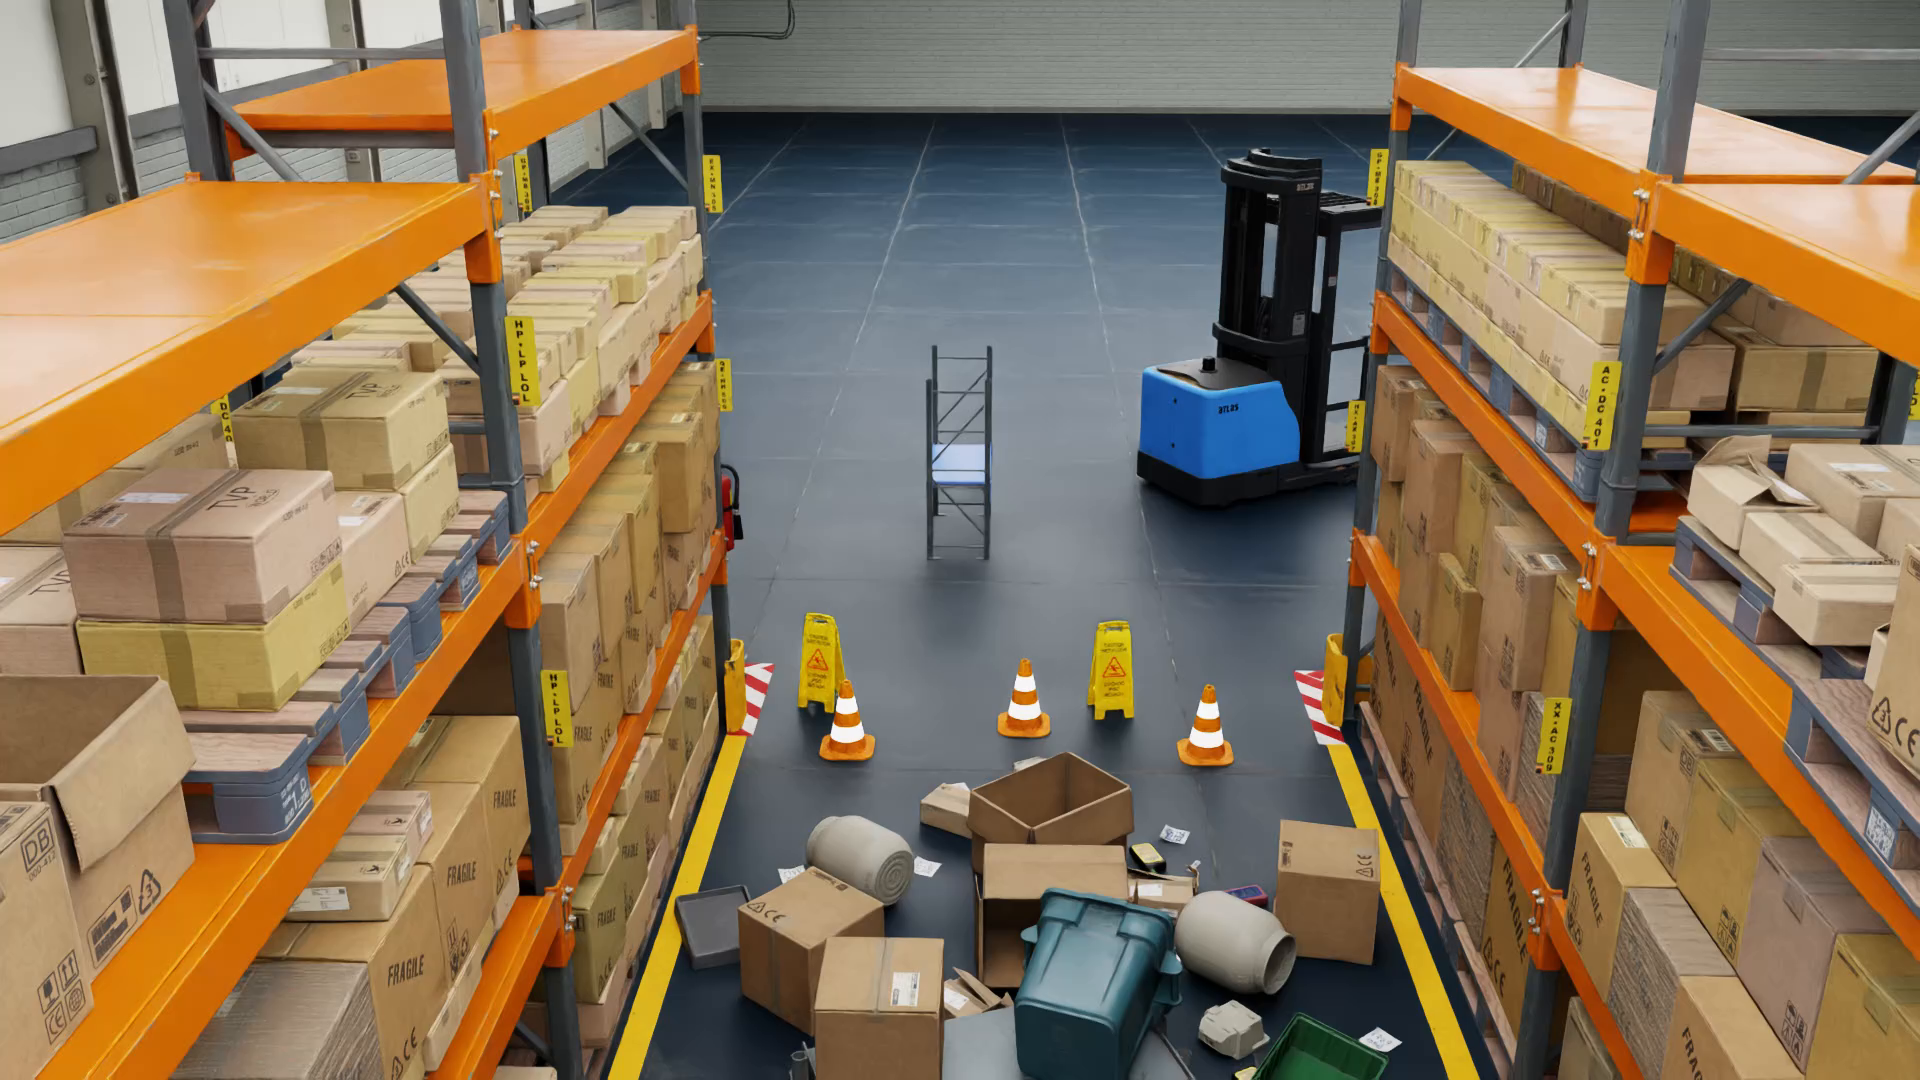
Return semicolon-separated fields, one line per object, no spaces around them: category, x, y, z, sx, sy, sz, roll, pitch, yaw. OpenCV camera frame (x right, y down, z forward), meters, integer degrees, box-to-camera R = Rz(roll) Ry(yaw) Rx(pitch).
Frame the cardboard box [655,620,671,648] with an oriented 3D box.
cardboard box;-1.750;0.457;8.846;0.380;0.149;0.250;0;21;1

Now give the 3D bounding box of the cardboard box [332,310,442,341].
cardboard box;-2.408;-0.868;7.011;0.380;0.149;0.250;1;21;3

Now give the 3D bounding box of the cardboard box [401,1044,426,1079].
cardboard box;-1.890;1.664;5.153;0.380;0.149;0.250;1;21;2

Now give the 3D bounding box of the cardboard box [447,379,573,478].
cardboard box;-1.818;-0.438;6.454;0.500;0.250;0.500;0;21;0

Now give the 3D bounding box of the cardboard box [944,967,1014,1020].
cardboard box;0.065;2.189;7.814;0.258;0.266;0.396;-16;26;-35

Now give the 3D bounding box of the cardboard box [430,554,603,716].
cardboard box;-1.875;0.377;6.772;0.700;0.500;0.500;0;21;1

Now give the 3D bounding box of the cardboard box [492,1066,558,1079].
cardboard box;-2.119;2.404;6.532;0.950;0.372;0.625;1;21;2

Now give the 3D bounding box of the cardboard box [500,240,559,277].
cardboard box;-2.253;-1.426;8.450;0.380;0.149;0.250;1;21;1

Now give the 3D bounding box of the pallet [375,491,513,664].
pallet;-2.230;0.096;5.540;1.213;0.211;1.003;1;21;2

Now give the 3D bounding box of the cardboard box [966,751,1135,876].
cardboard box;0.494;1.566;9.092;0.797;0.503;0.637;-16;26;-35

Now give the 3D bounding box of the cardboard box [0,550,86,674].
cardboard box;-2.531;0.233;4.554;0.500;0.250;0.500;0;21;1

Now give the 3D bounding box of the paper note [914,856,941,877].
paper note;-0.198;1.798;9.163;0.148;0.019;0.142;8;23;20

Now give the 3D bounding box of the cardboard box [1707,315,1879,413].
cardboard box;3.140;-0.680;6.359;0.500;0.250;0.500;1;21;2

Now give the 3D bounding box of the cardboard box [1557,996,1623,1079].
cardboard box;2.917;2.282;6.325;1.050;0.750;0.750;1;21;1

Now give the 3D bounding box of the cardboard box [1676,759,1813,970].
cardboard box;2.823;1.056;5.434;0.700;0.500;0.500;0;21;1

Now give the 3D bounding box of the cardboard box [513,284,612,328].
cardboard box;-1.785;-1.050;7.479;0.380;0.149;0.250;0;21;1

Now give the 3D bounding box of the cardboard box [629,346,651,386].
cardboard box;-1.717;-0.854;8.078;0.380;0.149;0.250;0;21;1

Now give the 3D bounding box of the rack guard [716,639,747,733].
rack guard;-1.986;0.932;10.730;1.175;0.500;0.348;1;21;2

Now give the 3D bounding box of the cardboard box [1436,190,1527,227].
cardboard box;2.607;-1.654;8.318;0.380;0.149;0.250;0;21;1

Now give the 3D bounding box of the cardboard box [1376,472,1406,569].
cardboard box;3.001;-0.178;9.928;0.875;0.550;0.550;1;21;2

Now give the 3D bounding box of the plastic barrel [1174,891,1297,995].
plastic barrel;1.347;1.977;8.142;0.512;0.421;0.421;18;27;38

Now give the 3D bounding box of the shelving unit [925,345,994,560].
shelving unit;0.003;-0.730;13.631;0.538;1.500;1.048;1;21;2

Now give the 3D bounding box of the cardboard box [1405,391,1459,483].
cardboard box;2.993;-0.483;9.220;0.875;0.550;0.550;1;21;2

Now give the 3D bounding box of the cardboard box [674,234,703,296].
cardboard box;-1.730;-1.540;9.295;0.500;0.250;0.500;0;21;1

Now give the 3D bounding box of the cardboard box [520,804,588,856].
cardboard box;-1.775;1.192;6.951;0.380;0.149;0.250;1;21;1

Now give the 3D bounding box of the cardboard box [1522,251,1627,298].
cardboard box;2.562;-1.101;6.892;0.380;0.149;0.250;1;21;3

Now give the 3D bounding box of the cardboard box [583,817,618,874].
cardboard box;-1.754;1.364;7.446;0.380;0.149;0.250;1;21;2

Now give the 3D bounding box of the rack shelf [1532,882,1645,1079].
rack shelf;2.785;2.262;4.841;1.077;0.370;4.000;1;21;2

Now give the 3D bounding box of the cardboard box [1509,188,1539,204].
cardboard box;3.232;-1.773;9.175;0.500;0.250;0.500;1;21;2

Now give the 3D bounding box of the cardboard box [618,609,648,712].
cardboard box;-1.793;0.481;7.887;0.500;0.500;0.500;0;21;1

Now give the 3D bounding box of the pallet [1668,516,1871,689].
pallet;2.867;0.226;5.211;0.805;0.209;1.217;0;21;-1

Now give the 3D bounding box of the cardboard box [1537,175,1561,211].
cardboard box;3.279;-1.830;8.772;0.380;0.149;0.250;1;21;3

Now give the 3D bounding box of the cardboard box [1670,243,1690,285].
cardboard box;3.225;-1.189;7.119;0.380;0.149;0.250;1;21;2

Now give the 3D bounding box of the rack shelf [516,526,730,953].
rack shelf;-2.044;0.797;8.615;1.077;0.370;4.000;1;21;2

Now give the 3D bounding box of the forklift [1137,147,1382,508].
forklift;3.147;-2.021;14.979;3.031;2.935;1.130;-12;24;-28

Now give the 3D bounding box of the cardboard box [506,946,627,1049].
cardboard box;-1.817;2.061;7.585;0.500;0.250;0.500;0;21;-1

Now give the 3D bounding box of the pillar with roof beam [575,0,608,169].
pillar with roof beam;-2.834;-11.500;31.020;9.100;9.000;0.400;1;21;2

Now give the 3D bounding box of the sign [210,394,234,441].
sign;-2.648;-0.457;5.993;0.100;0.325;0.005;1;21;2

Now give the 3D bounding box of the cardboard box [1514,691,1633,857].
cardboard box;2.845;1.000;6.892;0.875;0.550;0.550;1;21;2

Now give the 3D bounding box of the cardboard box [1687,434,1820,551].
cardboard box;2.578;-0.160;5.407;0.258;0.266;0.396;0;21;1

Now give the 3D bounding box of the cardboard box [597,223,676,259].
cardboard box;-1.734;-1.603;8.906;0.380;0.149;0.250;0;21;1

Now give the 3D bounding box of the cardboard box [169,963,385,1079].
cardboard box;-1.941;1.529;4.605;0.500;0.500;0.500;0;21;0

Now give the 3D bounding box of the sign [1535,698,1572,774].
sign;2.291;0.757;6.418;0.100;0.325;0.005;1;21;2

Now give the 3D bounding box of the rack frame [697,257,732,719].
rack frame;-1.984;-0.261;10.348;1.000;3.000;0.127;1;21;2

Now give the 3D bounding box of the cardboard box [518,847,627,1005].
cardboard box;-1.817;1.711;7.449;0.500;0.500;0.500;2;21;4

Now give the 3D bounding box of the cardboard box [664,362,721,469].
cardboard box;-1.781;-0.725;9.614;0.700;0.500;0.500;0;21;0

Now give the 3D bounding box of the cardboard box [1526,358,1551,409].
cardboard box;2.551;-0.640;6.808;0.380;0.149;0.250;1;21;2

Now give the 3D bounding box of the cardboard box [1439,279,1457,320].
cardboard box;2.598;-1.190;8.225;0.380;0.149;0.250;0;21;1

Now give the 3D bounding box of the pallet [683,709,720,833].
pallet;-2.046;1.360;10.026;1.003;0.211;1.213;1;21;2

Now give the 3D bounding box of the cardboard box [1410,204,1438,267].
cardboard box;2.682;-1.597;8.723;0.500;0.250;0.500;0;21;1

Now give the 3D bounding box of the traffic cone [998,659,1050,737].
traffic cone;0.413;0.981;10.655;0.336;0.463;0.334;1;21;2
